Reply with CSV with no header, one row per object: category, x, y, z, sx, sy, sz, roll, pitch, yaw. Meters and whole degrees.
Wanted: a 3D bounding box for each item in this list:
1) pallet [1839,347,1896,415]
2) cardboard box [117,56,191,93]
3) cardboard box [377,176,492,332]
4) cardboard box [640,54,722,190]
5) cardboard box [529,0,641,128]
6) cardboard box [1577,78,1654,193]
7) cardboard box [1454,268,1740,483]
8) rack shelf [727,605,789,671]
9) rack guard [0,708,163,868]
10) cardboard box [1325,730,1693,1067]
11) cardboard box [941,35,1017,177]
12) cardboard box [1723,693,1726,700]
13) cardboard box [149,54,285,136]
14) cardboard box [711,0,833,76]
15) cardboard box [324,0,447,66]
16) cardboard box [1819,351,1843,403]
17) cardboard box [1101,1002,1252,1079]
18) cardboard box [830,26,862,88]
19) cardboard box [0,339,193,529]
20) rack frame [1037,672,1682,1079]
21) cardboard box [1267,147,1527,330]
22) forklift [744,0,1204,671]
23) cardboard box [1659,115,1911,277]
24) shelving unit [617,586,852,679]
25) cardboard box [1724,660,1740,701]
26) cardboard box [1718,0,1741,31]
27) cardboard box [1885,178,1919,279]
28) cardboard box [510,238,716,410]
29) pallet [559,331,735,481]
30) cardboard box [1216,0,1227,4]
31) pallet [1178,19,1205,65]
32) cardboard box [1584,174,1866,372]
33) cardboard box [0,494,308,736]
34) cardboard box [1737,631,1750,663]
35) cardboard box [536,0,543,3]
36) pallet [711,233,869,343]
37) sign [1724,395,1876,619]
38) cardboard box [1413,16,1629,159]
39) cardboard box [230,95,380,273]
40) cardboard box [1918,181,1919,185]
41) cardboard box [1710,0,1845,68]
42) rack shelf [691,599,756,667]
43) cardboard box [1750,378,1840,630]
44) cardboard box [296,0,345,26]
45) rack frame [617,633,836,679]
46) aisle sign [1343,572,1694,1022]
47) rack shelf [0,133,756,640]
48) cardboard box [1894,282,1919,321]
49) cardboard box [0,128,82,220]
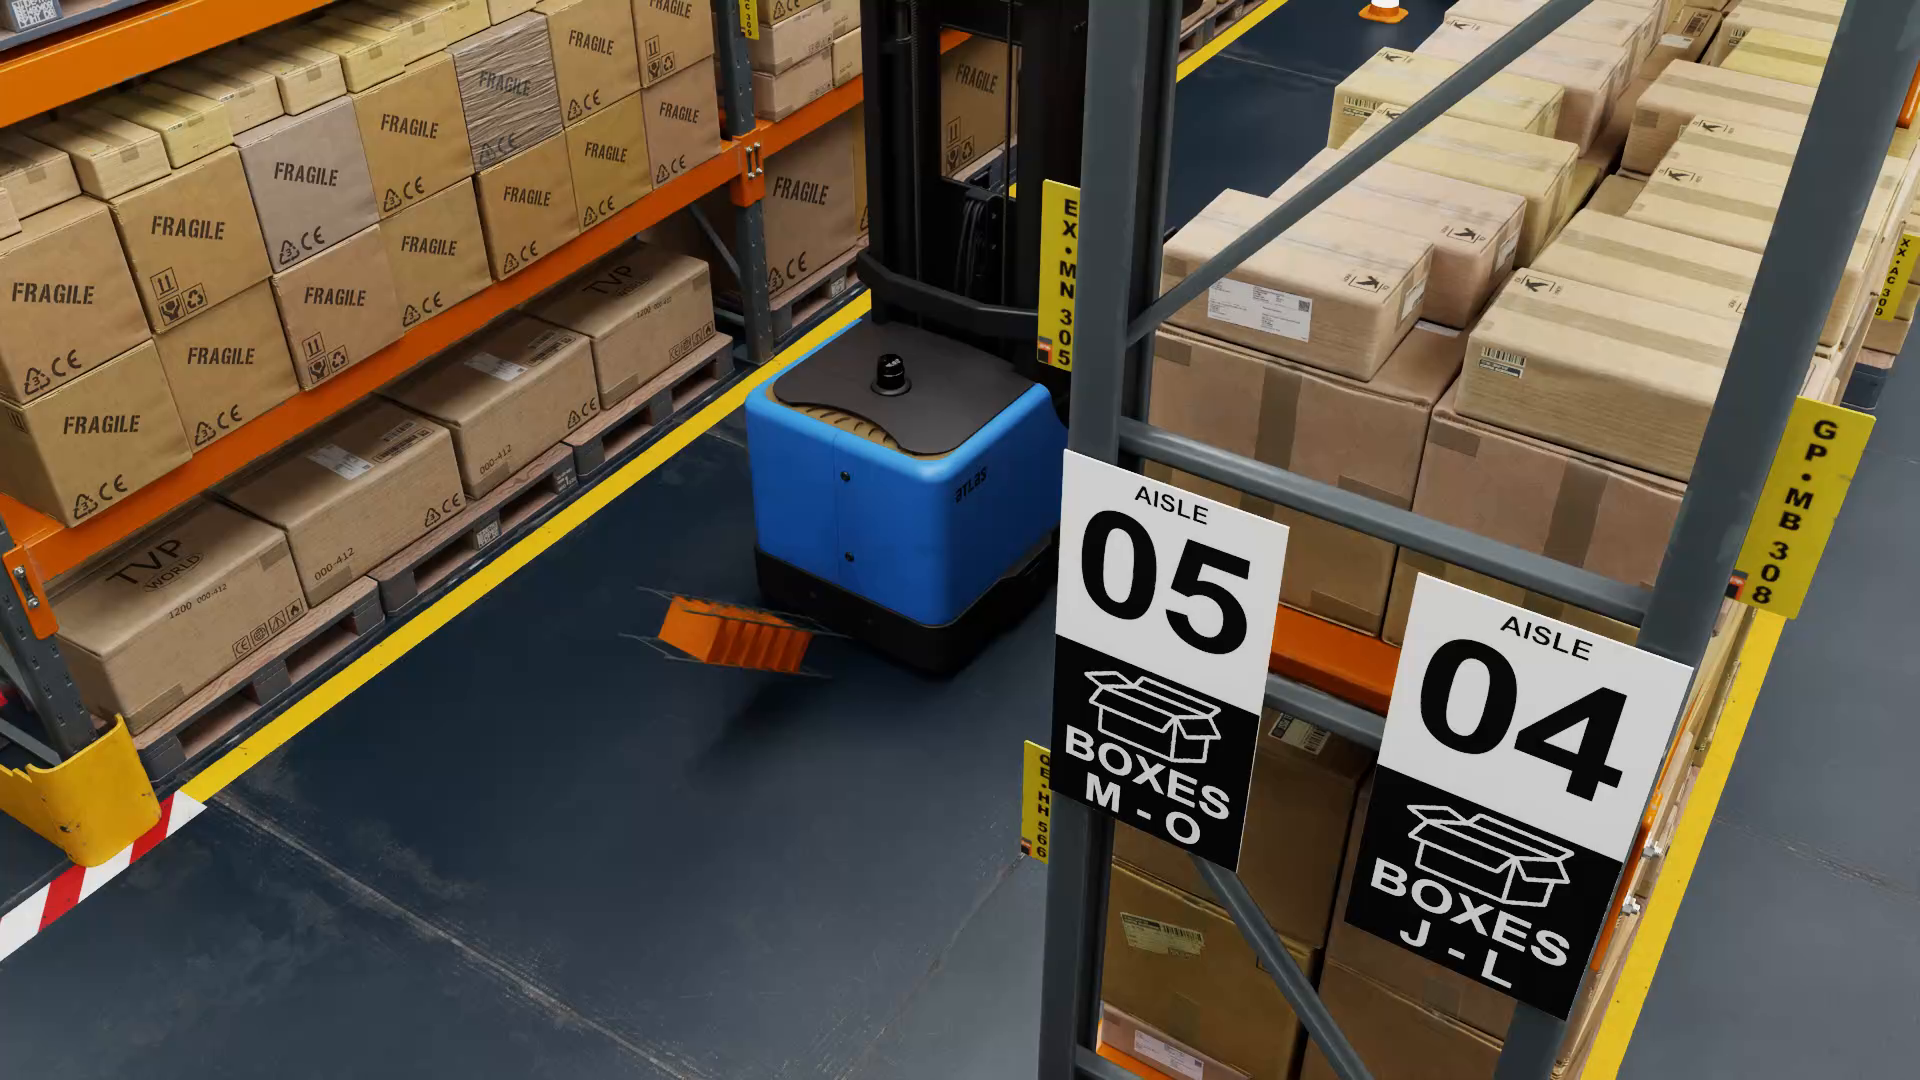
pallet,3.305,-1.014,6.765,1.003,0.211,1.213,21,42,25
cardboard box,-3.029,-1.719,6.090,0.380,0.149,0.250,21,42,25
cardboard box,-2.315,-1.231,6.809,0.500,0.500,0.500,23,43,27
cardboard box,-1.494,-2.027,7.841,0.500,0.500,0.500,22,43,26
cardboard box,-1.760,-2.153,7.186,0.500,0.500,0.500,21,42,24
cardboard box,1.211,-0.856,3.660,0.500,0.250,0.500,22,43,26
cardboard box,0.995,-0.258,2.558,0.380,0.149,0.250,21,42,25
rack shelf,-0.827,0.382,6.540,0.258,0.180,0.103,23,3,27
rack guard,-3.617,0.754,6.362,1.175,0.500,0.348,21,42,25
cardboard box,1.094,0.621,3.343,0.500,0.500,0.500,21,42,25
cardboard box,-0.240,-2.910,10.464,0.875,0.875,0.875,22,43,26
cardboard box,2.738,0.512,6.377,0.380,0.149,0.250,19,42,23
cardboard box,-2.642,-1.582,5.914,0.380,0.149,0.250,22,43,26
cardboard box,-0.988,-2.584,8.358,0.500,0.250,0.500,20,42,24
cardboard box,-2.215,-1.970,6.417,0.380,0.149,0.250,21,42,25
cardboard box,1.371,-0.228,3.255,0.500,0.250,0.500,23,43,26
cardboard box,0.565,1.158,3.997,0.380,0.149,0.250,21,42,25
cardboard box,-0.727,-2.659,8.865,0.500,0.250,0.500,20,42,24
cardboard box,-3.105,-0.441,5.784,0.500,0.500,0.500,21,42,25
rack frame,0.629,1.319,3.582,1.000,3.000,0.127,21,42,25
cardboard box,0.756,-0.535,2.917,0.380,0.149,0.250,22,43,26
forklift,0.354,-1.473,7.261,1.130,2.935,3.031,23,43,27
cardboard box,1.485,-0.625,3.034,0.380,0.149,0.250,22,43,26
shelving unit,-0.847,0.376,6.501,0.258,0.189,1.200,23,3,27
cardboard box,2.850,0.533,6.593,0.380,0.149,0.250,22,43,26
cardboard box,2.176,-1.214,4.125,0.500,0.250,0.500,23,43,27
cardboard box,2.749,-0.966,5.402,0.500,0.500,0.500,20,42,24
cardboard box,-1.888,-1.173,8.570,0.875,0.438,0.875,21,42,24
pallet,-1.935,-0.840,8.666,1.003,0.211,1.213,21,42,25
cardboard box,1.792,-4.558,13.014,0.950,0.372,0.625,23,43,27
pallet,1.101,-3.670,12.338,1.003,0.211,1.213,21,42,25
cardboard box,1.363,-0.418,3.093,0.500,0.250,0.500,21,42,25
cardboard box,-3.335,0.227,6.753,0.875,0.438,0.875,20,42,24
cardboard box,2.205,-0.036,5.014,0.500,0.500,0.500,21,42,25
cardboard box,-1.853,-2.378,6.946,0.380,0.149,0.250,21,42,25
pallet,-1.112,-1.628,9.689,1.003,0.211,1.213,21,42,25
sign,1.088,-0.038,2.170,0.100,0.325,0.005,21,42,25
cardboard box,1.148,-0.943,3.447,0.380,0.149,0.250,20,42,24
cardboard box,-2.567,-1.375,6.176,0.500,0.500,0.500,21,42,25
cardboard box,3.656,-1.375,6.452,0.380,0.149,0.250,22,43,25
cardboard box,1.852,-1.049,3.584,0.380,0.149,0.250,23,43,27
rack shelf,-0.932,0.350,6.327,0.258,0.180,0.103,23,3,27
cardboard box,1.926,-0.166,4.364,0.500,0.500,0.500,20,42,24
cardboard box,-2.682,-2.146,6.645,0.380,0.149,0.250,21,42,25
rack frame,-0.881,0.461,6.505,0.240,0.006,1.200,23,3,27
aisle sign,0.843,0.425,2.613,0.394,0.787,0.004,21,42,25
rack shelf,-2.533,-0.994,7.172,1.077,0.370,4.000,21,42,25
cardboard box,3.372,-0.981,6.183,0.380,0.149,0.250,22,43,26
cardboard box,-3.100,-1.192,5.407,0.380,0.149,0.250,22,43,26
